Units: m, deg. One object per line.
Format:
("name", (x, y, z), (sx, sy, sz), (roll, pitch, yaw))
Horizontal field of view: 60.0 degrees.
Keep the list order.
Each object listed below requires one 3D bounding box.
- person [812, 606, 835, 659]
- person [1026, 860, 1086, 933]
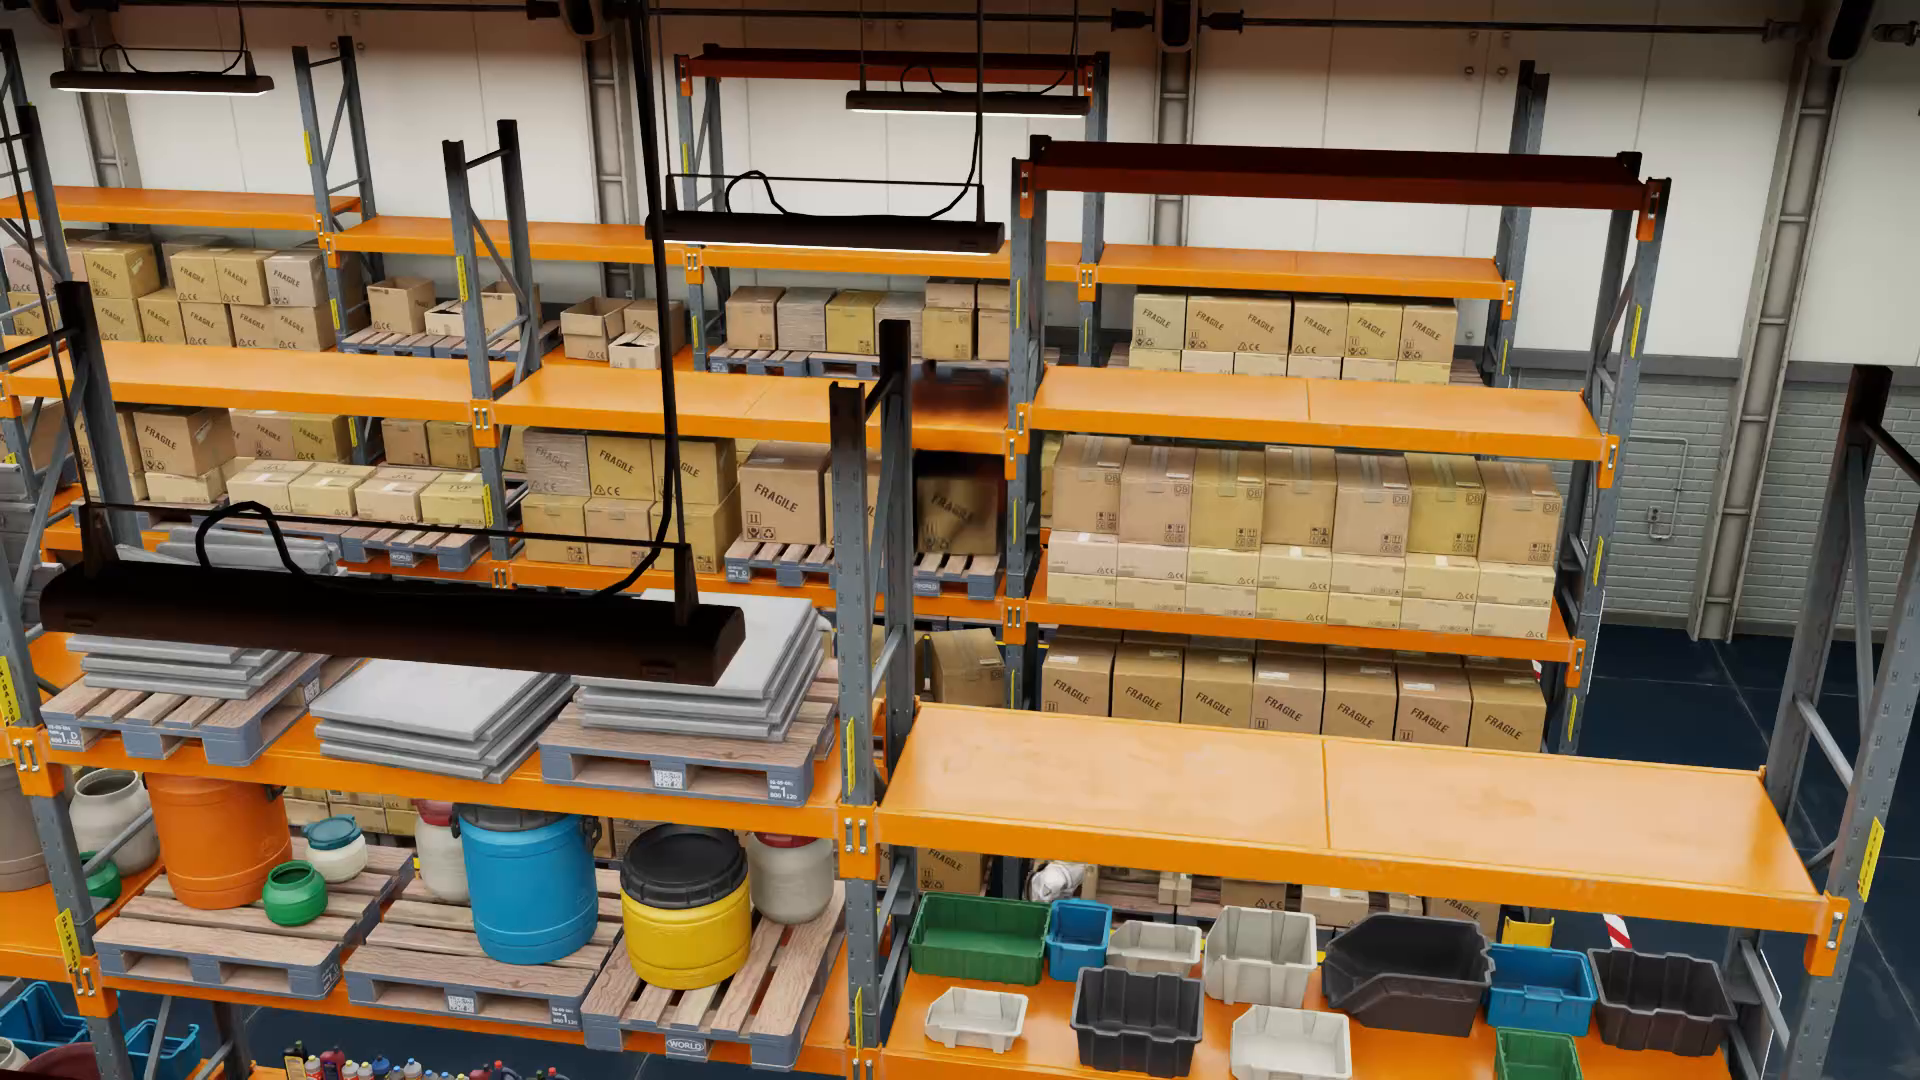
("person", (-1.362, 1.244, 15.043), (0.509, 1.734, 0.350), (10, 25, 23))
("person", (0.692, 2.652, 11.679), (0.951, 1.630, 0.449), (1, 23, 3))
